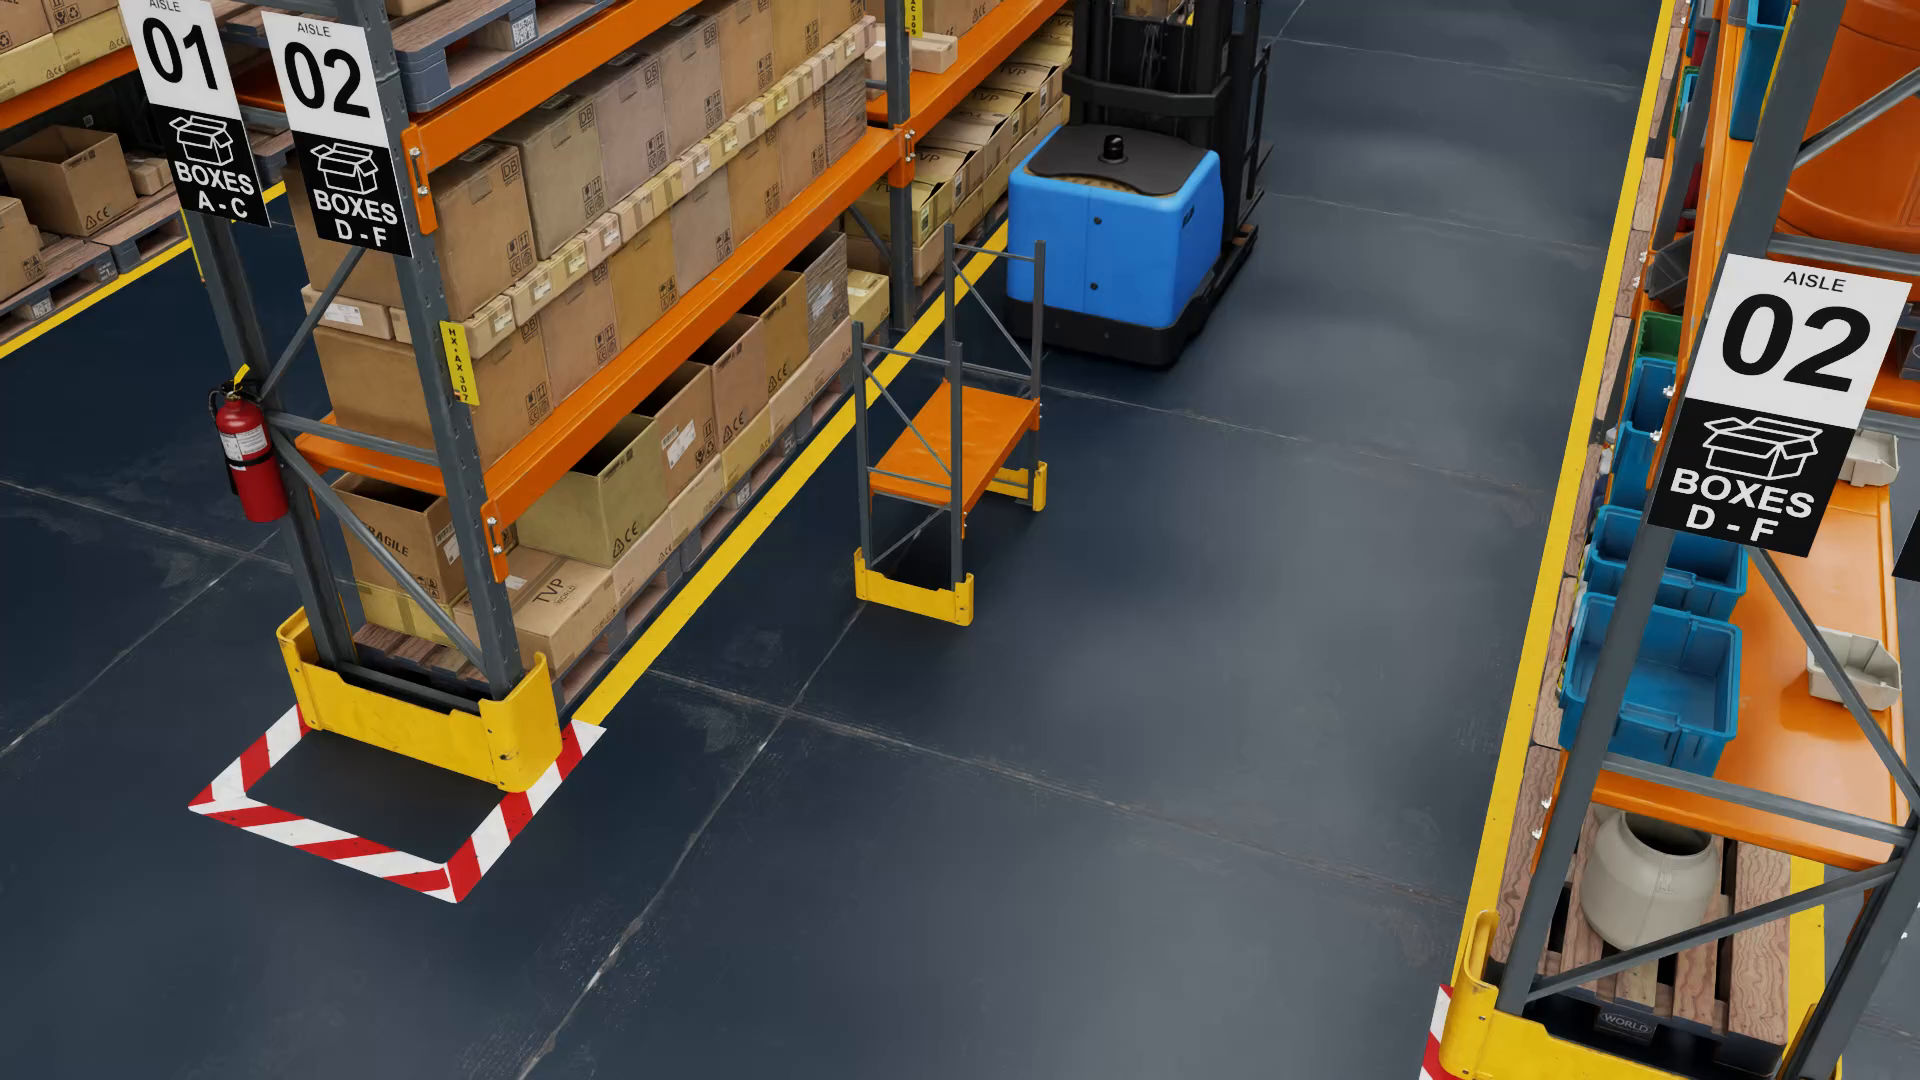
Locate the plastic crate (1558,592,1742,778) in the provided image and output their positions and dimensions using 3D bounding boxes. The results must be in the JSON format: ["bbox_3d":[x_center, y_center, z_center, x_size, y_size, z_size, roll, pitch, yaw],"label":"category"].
[{"bbox_3d":[2.209,0.469,5.343,0.499,0.251,0.616,14,39,18],"label":"plastic crate"}]

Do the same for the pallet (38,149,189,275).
[{"bbox_3d":[-5.567,-2.220,11.145,1.003,0.211,1.213,14,39,18],"label":"pallet"}]

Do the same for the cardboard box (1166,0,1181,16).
[{"bbox_3d":[1.587,-4.735,13.901,0.500,0.500,0.500,13,39,17],"label":"cardboard box"}]

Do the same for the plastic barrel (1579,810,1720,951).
[{"bbox_3d":[2.475,1.201,5.966,0.421,0.512,0.421,0,37,0],"label":"plastic barrel"}]

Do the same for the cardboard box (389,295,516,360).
[{"bbox_3d":[-1.935,-0.844,6.350,0.380,0.149,0.250,14,39,17],"label":"cardboard box"}]

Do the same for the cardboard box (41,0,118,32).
[{"bbox_3d":[-5.423,-3.355,9.817,0.500,0.500,0.500,14,39,17],"label":"cardboard box"}]

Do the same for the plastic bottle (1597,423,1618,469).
[{"bbox_3d":[3.291,-0.467,8.382,0.097,0.271,0.097,0,37,0],"label":"plastic bottle"}]

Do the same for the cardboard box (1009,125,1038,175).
[{"bbox_3d":[0.205,-2.676,11.372,0.500,0.250,0.500,15,39,19],"label":"cardboard box"}]

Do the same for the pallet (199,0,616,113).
[{"bbox_3d":[-1.991,-1.927,5.993,1.003,0.211,1.213,14,39,18],"label":"pallet"}]

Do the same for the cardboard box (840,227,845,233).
[{"bbox_3d":[-0.872,-1.953,10.405,0.500,0.250,0.500,13,39,17],"label":"cardboard box"}]

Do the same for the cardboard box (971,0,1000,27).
[{"bbox_3d":[-0.063,-3.621,10.607,0.500,0.500,0.500,14,39,18],"label":"cardboard box"}]

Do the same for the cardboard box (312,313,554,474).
[{"bbox_3d":[-2.094,-0.671,6.661,0.700,0.500,0.500,14,39,18],"label":"cardboard box"}]

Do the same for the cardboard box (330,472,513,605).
[{"bbox_3d":[-2.355,-0.108,7.310,0.500,0.500,0.500,14,39,18],"label":"cardboard box"}]

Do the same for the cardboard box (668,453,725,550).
[{"bbox_3d":[-1.496,-0.243,8.117,0.500,0.250,0.500,14,39,18],"label":"cardboard box"}]

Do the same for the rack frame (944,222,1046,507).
[{"bbox_3d":[0.161,-0.835,8.216,0.500,1.500,0.032,14,39,18],"label":"rack frame"}]

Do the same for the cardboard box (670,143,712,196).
[{"bbox_3d":[-1.350,-1.695,7.488,0.380,0.149,0.250,14,39,18],"label":"cardboard box"}]

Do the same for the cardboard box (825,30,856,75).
[{"bbox_3d":[-0.763,-2.554,8.638,0.380,0.149,0.250,13,39,17],"label":"cardboard box"}]

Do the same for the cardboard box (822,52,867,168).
[{"bbox_3d":[-0.925,-2.383,8.951,0.700,0.500,0.500,13,39,17],"label":"cardboard box"}]

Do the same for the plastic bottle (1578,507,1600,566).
[{"bbox_3d":[2.954,-0.009,7.760,0.061,0.283,0.133,16,40,20],"label":"plastic bottle"}]

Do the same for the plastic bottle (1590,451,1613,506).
[{"bbox_3d":[3.193,-0.283,8.133,0.152,0.276,0.135,15,39,19],"label":"plastic bottle"}]

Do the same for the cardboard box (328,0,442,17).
[{"bbox_3d":[-2.061,-2.160,5.677,0.797,0.503,0.637,17,40,21],"label":"cardboard box"}]

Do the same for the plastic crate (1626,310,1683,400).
[{"bbox_3d":[3.040,-0.688,6.943,0.450,0.188,0.662,14,39,18],"label":"plastic crate"}]

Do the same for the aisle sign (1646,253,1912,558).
[{"bbox_3d":[1.994,-0.314,4.095,0.394,0.787,0.004,14,39,18],"label":"aisle sign"}]

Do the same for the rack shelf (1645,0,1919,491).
[{"bbox_3d":[3.057,-1.266,5.635,1.077,0.370,4.000,14,39,18],"label":"rack shelf"}]

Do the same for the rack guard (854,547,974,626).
[{"bbox_3d":[-0.218,0.218,7.851,0.587,0.250,0.087,14,39,18],"label":"rack guard"}]

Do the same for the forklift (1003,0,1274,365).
[{"bbox_3d":[1.305,-3.057,9.994,1.130,2.935,3.031,14,39,18],"label":"forklift"}]

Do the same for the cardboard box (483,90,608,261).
[{"bbox_3d":[-1.879,-1.513,6.703,0.700,0.500,0.500,13,39,17],"label":"cardboard box"}]

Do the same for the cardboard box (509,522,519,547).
[{"bbox_3d":[-2.174,-0.086,7.908,0.500,0.250,0.500,14,39,18],"label":"cardboard box"}]

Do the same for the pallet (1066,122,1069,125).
[{"bbox_3d":[0.411,-3.241,12.512,1.003,0.211,1.213,14,39,18],"label":"pallet"}]

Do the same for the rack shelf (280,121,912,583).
[{"bbox_3d":[-1.523,-1.195,8.046,1.077,0.370,4.000,14,39,18],"label":"rack shelf"}]

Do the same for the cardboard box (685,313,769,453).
[{"bbox_3d":[-1.301,-0.819,8.261,0.500,0.500,0.500,14,39,18],"label":"cardboard box"}]

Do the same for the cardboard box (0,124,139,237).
[{"bbox_3d":[-5.702,-2.308,10.654,0.500,0.500,0.500,11,38,14],"label":"cardboard box"}]

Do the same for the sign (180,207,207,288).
[{"bbox_3d":[-2.780,-1.066,6.107,0.100,0.325,0.005,14,39,18],"label":"sign"}]

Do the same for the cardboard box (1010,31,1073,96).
[{"bbox_3d":[0.597,-3.461,11.954,0.500,0.311,0.500,13,39,17],"label":"cardboard box"}]

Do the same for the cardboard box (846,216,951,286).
[{"bbox_3d":[-0.379,-1.824,10.232,0.500,0.250,0.500,13,39,17],"label":"cardboard box"}]

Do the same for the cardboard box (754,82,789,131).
[{"bbox_3d":[-1.056,-2.128,8.068,0.380,0.149,0.250,14,39,18],"label":"cardboard box"}]

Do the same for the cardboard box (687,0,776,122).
[{"bbox_3d":[-1.307,-2.346,7.817,0.700,0.500,0.500,14,39,18],"label":"cardboard box"}]

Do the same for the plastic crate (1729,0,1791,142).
[{"bbox_3d":[2.743,-1.565,5.447,0.392,0.384,0.575,14,39,18],"label":"plastic crate"}]

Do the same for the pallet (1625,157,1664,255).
[{"bbox_3d":[5.009,-2.138,11.035,1.003,0.211,1.213,14,39,18],"label":"pallet"}]

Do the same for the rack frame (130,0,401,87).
[{"bbox_3d":[-2.284,-2.779,4.553,1.000,3.000,0.127,14,39,18],"label":"rack frame"}]

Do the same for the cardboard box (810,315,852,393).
[{"bbox_3d":[-0.935,-1.076,9.232,0.500,0.250,0.500,14,39,18],"label":"cardboard box"}]

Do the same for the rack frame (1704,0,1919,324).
[{"bbox_3d":[2.296,-1.648,3.040,1.000,3.000,0.127,14,39,18],"label":"rack frame"}]

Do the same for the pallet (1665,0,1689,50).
[{"bbox_3d":[6.529,-4.355,14.001,1.003,0.211,1.213,14,39,18],"label":"pallet"}]

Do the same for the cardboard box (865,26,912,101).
[{"bbox_3d":[-0.615,-2.813,9.735,0.500,0.250,0.500,16,40,21],"label":"cardboard box"}]

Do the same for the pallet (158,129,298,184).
[{"bbox_3d":[-5.049,-3.031,12.231,1.003,0.211,1.213,14,39,18],"label":"pallet"}]

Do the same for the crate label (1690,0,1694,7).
[{"bbox_3d":[4.833,-3.460,10.615,0.303,0.233,0.416,14,39,18],"label":"crate label"}]

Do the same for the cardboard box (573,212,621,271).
[{"bbox_3d":[-1.643,-1.268,6.917,0.380,0.149,0.250,13,39,17],"label":"cardboard box"}]

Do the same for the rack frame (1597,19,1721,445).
[{"bbox_3d":[3.818,-1.460,7.799,1.000,3.000,0.127,14,39,18],"label":"rack frame"}]

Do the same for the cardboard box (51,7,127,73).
[{"bbox_3d":[-5.441,-3.059,10.048,0.500,0.250,0.500,14,39,18],"label":"cardboard box"}]

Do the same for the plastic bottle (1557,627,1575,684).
[{"bbox_3d":[2.617,0.481,7.104,0.061,0.283,0.133,15,39,19],"label":"plastic bottle"}]

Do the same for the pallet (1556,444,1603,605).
[{"bbox_3d":[3.523,0.019,8.149,1.003,0.211,1.213,14,39,18],"label":"pallet"}]

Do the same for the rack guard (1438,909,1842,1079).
[{"bbox_3d":[2.281,1.703,5.655,1.175,0.500,0.348,14,39,18],"label":"rack guard"}]

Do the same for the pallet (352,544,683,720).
[{"bbox_3d":[-2.032,0.308,7.763,1.003,0.211,1.213,14,39,18],"label":"pallet"}]

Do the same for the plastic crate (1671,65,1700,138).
[{"bbox_3d":[4.219,-2.404,9.239,0.450,0.188,0.662,14,39,18],"label":"plastic crate"}]

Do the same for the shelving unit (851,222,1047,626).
[{"bbox_3d":[-0.029,-0.559,7.846,0.587,1.500,1.083,14,39,18],"label":"shelving unit"}]

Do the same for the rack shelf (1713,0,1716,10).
[{"bbox_3d":[4.579,-3.481,8.598,1.077,0.370,4.000,14,39,18],"label":"rack shelf"}]

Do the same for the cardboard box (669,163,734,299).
[{"bbox_3d":[-1.508,-1.529,7.808,0.700,0.500,0.500,15,39,19],"label":"cardboard box"}]

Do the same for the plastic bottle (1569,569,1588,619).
[{"bbox_3d":[2.822,0.220,7.397,0.144,0.351,0.185,15,39,20],"label":"plastic bottle"}]

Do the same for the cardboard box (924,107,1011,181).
[{"bbox_3d":[0.017,-2.617,10.824,0.500,0.311,0.500,13,39,16],"label":"cardboard box"}]
